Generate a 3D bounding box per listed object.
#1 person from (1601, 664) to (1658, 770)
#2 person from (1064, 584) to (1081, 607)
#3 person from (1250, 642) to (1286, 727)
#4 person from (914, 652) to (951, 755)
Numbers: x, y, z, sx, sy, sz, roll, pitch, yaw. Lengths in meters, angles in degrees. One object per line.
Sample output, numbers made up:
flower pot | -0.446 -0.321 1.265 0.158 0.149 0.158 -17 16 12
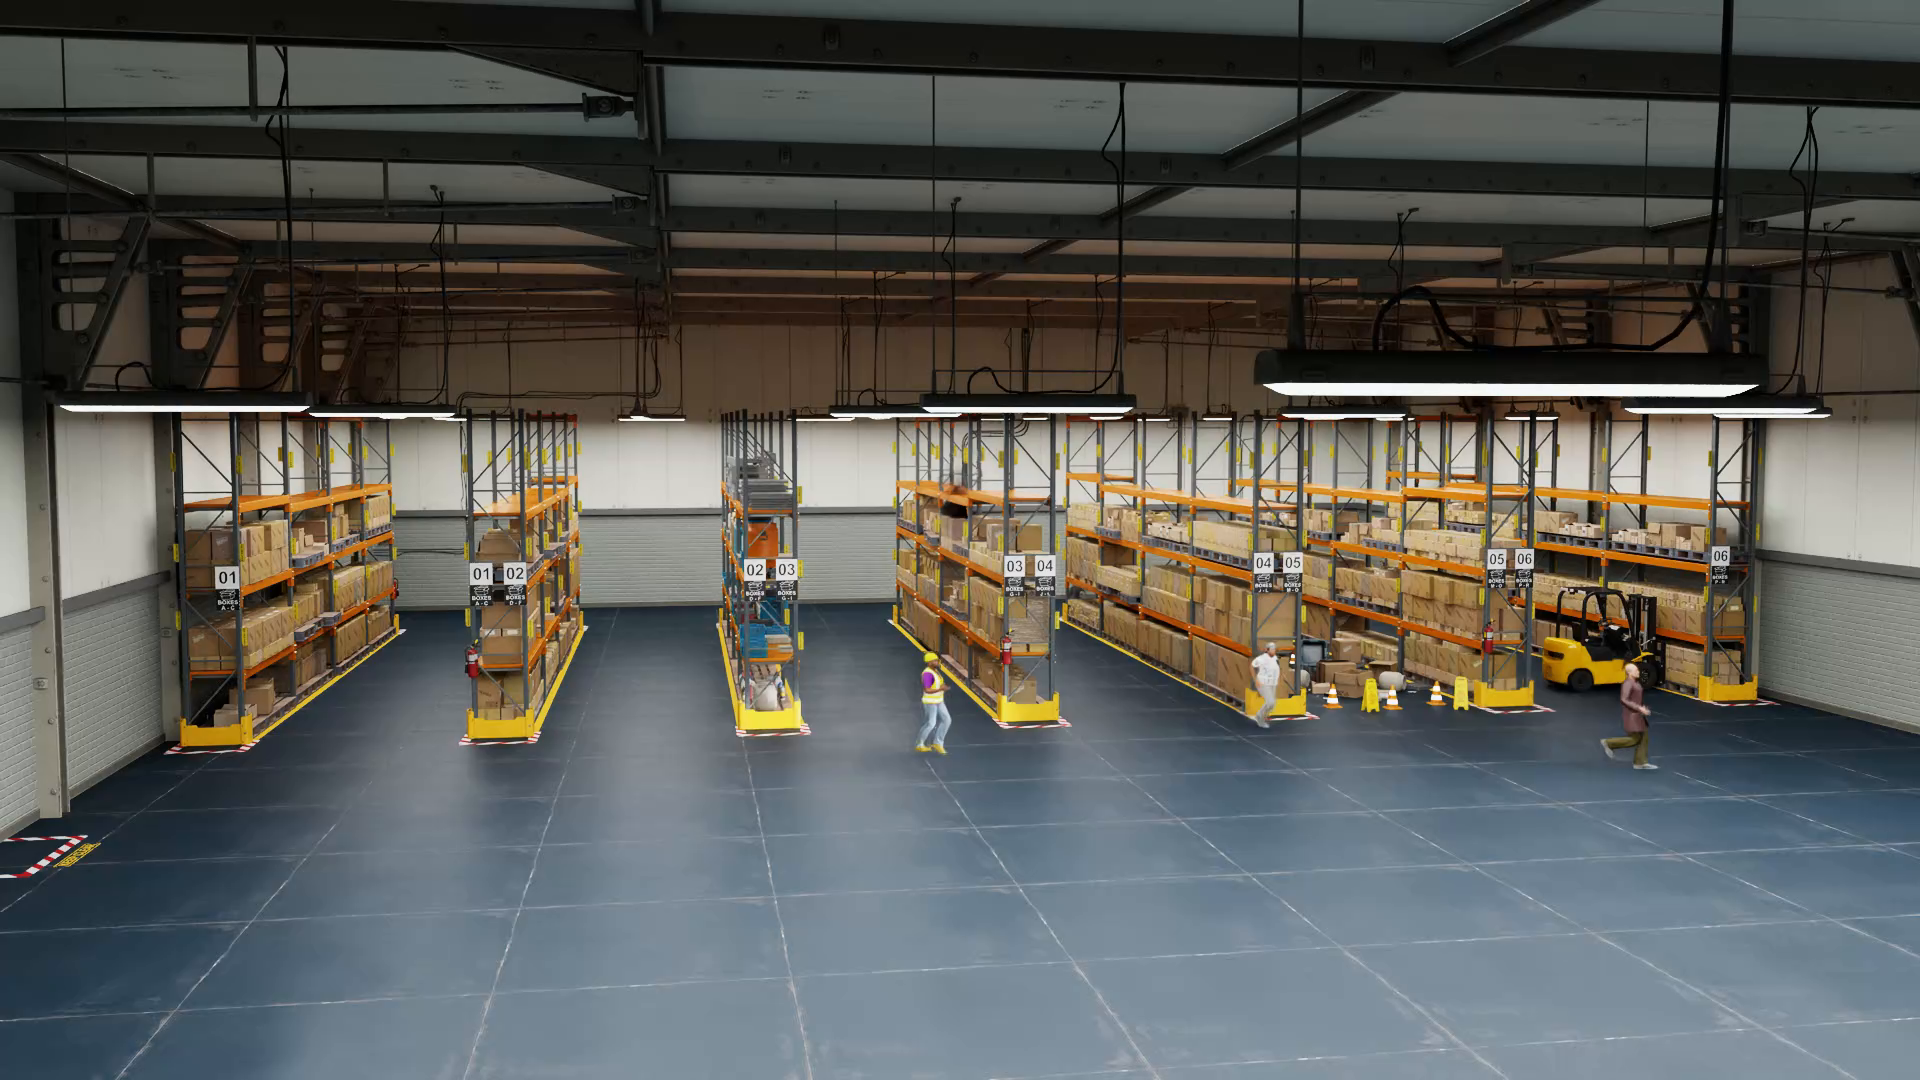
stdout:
person | 11.130 2.933 27.588 0.888 1.740 0.710 2 5 32
person | 3.447 1.457 49.772 0.621 1.624 0.627 -2 4 -21
person | 5.822 2.731 31.318 0.608 1.626 0.621 -3 5 -37
person | -0.446 2.841 28.730 0.706 1.812 0.673 2 4 21
